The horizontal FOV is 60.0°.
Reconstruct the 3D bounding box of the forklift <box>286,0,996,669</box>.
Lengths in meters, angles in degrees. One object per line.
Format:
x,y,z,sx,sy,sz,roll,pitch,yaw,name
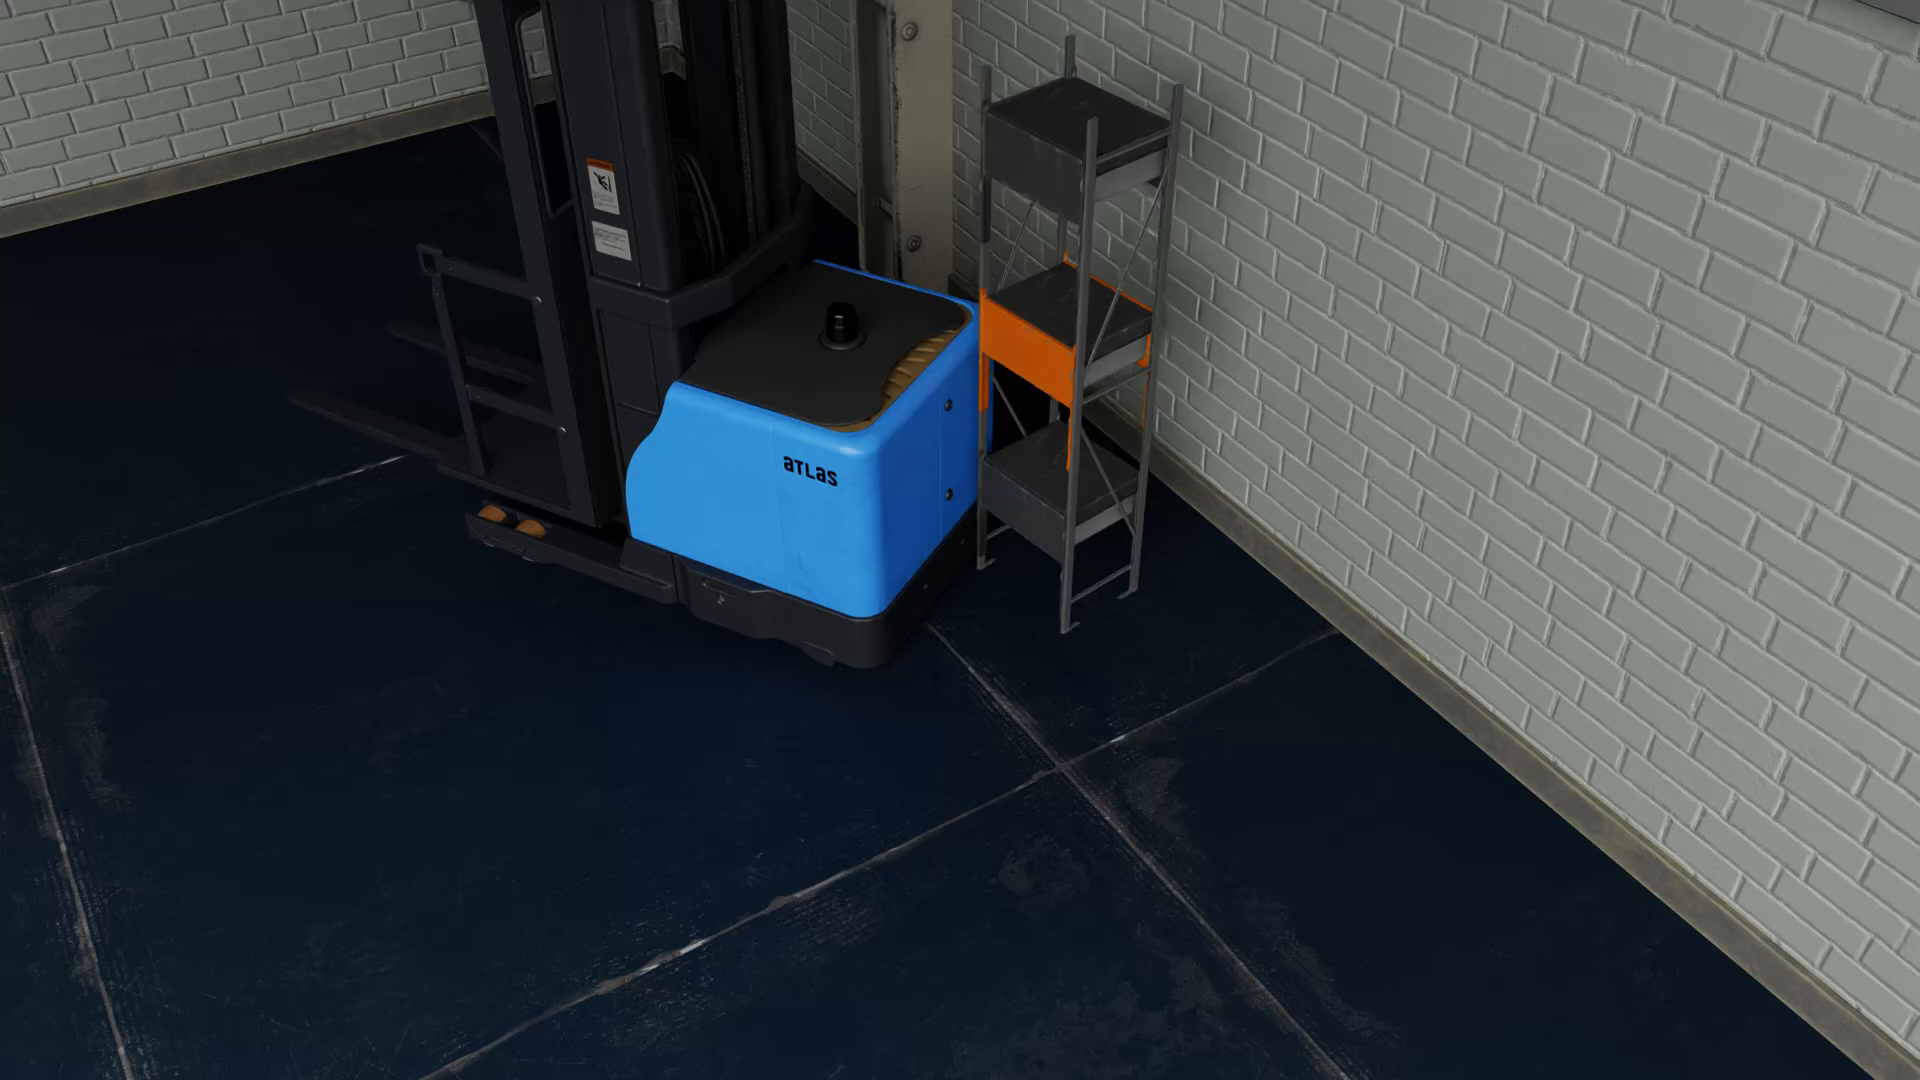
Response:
-1.405,-1.321,6.046,3.031,2.935,1.130,18,43,21,forklift

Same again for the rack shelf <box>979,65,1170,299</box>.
0.381,-1.178,5.451,0.431,0.518,0.480,-28,48,-30,rack shelf

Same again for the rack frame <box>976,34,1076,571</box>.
0.223,-0.770,6.034,0.400,2.100,0.015,-28,48,-30,rack frame

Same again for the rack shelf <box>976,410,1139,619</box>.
0.381,-0.102,6.348,0.431,0.518,0.480,-28,48,-30,rack shelf

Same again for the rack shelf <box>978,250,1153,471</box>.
0.381,-0.640,5.899,0.431,0.518,0.480,-28,48,-30,rack shelf

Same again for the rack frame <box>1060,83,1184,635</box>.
0.539,-0.532,5.748,0.400,2.100,0.015,-28,48,-30,rack frame

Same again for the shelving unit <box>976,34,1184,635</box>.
0.381,-0.651,5.891,0.431,2.100,0.503,-28,48,-30,shelving unit

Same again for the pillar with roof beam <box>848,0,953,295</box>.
-3.894,-3.209,3.572,9.100,9.000,0.400,-22,45,-24,pillar with roof beam
